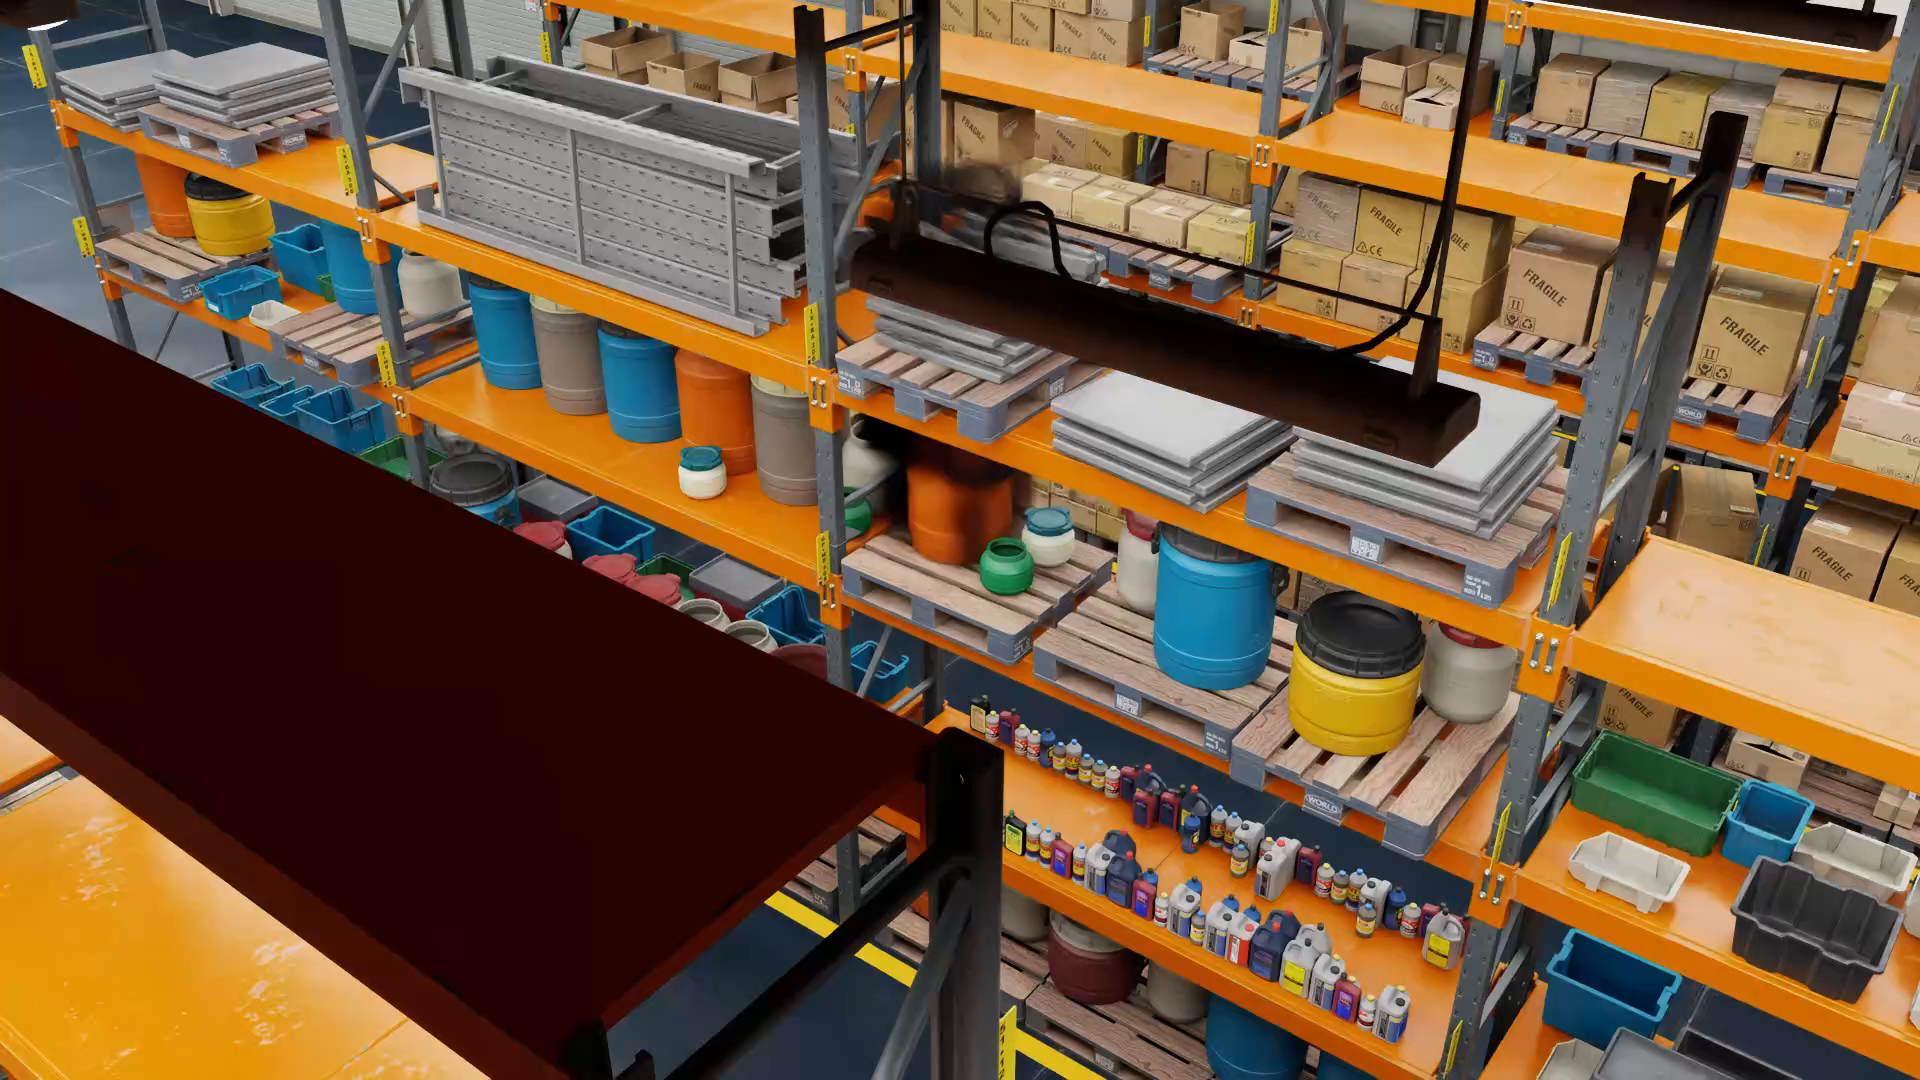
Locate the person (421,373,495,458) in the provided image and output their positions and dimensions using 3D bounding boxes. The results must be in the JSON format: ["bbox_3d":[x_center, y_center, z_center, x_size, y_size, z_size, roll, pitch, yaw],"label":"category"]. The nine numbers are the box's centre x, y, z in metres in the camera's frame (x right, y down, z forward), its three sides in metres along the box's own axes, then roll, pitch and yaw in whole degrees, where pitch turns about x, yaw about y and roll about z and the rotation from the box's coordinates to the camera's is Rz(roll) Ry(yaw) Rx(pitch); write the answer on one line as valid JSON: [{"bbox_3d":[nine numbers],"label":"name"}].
[{"bbox_3d":[-4.583,-0.982,15.356,0.719,1.674,0.455,-8,32,-12],"label":"person"}]
